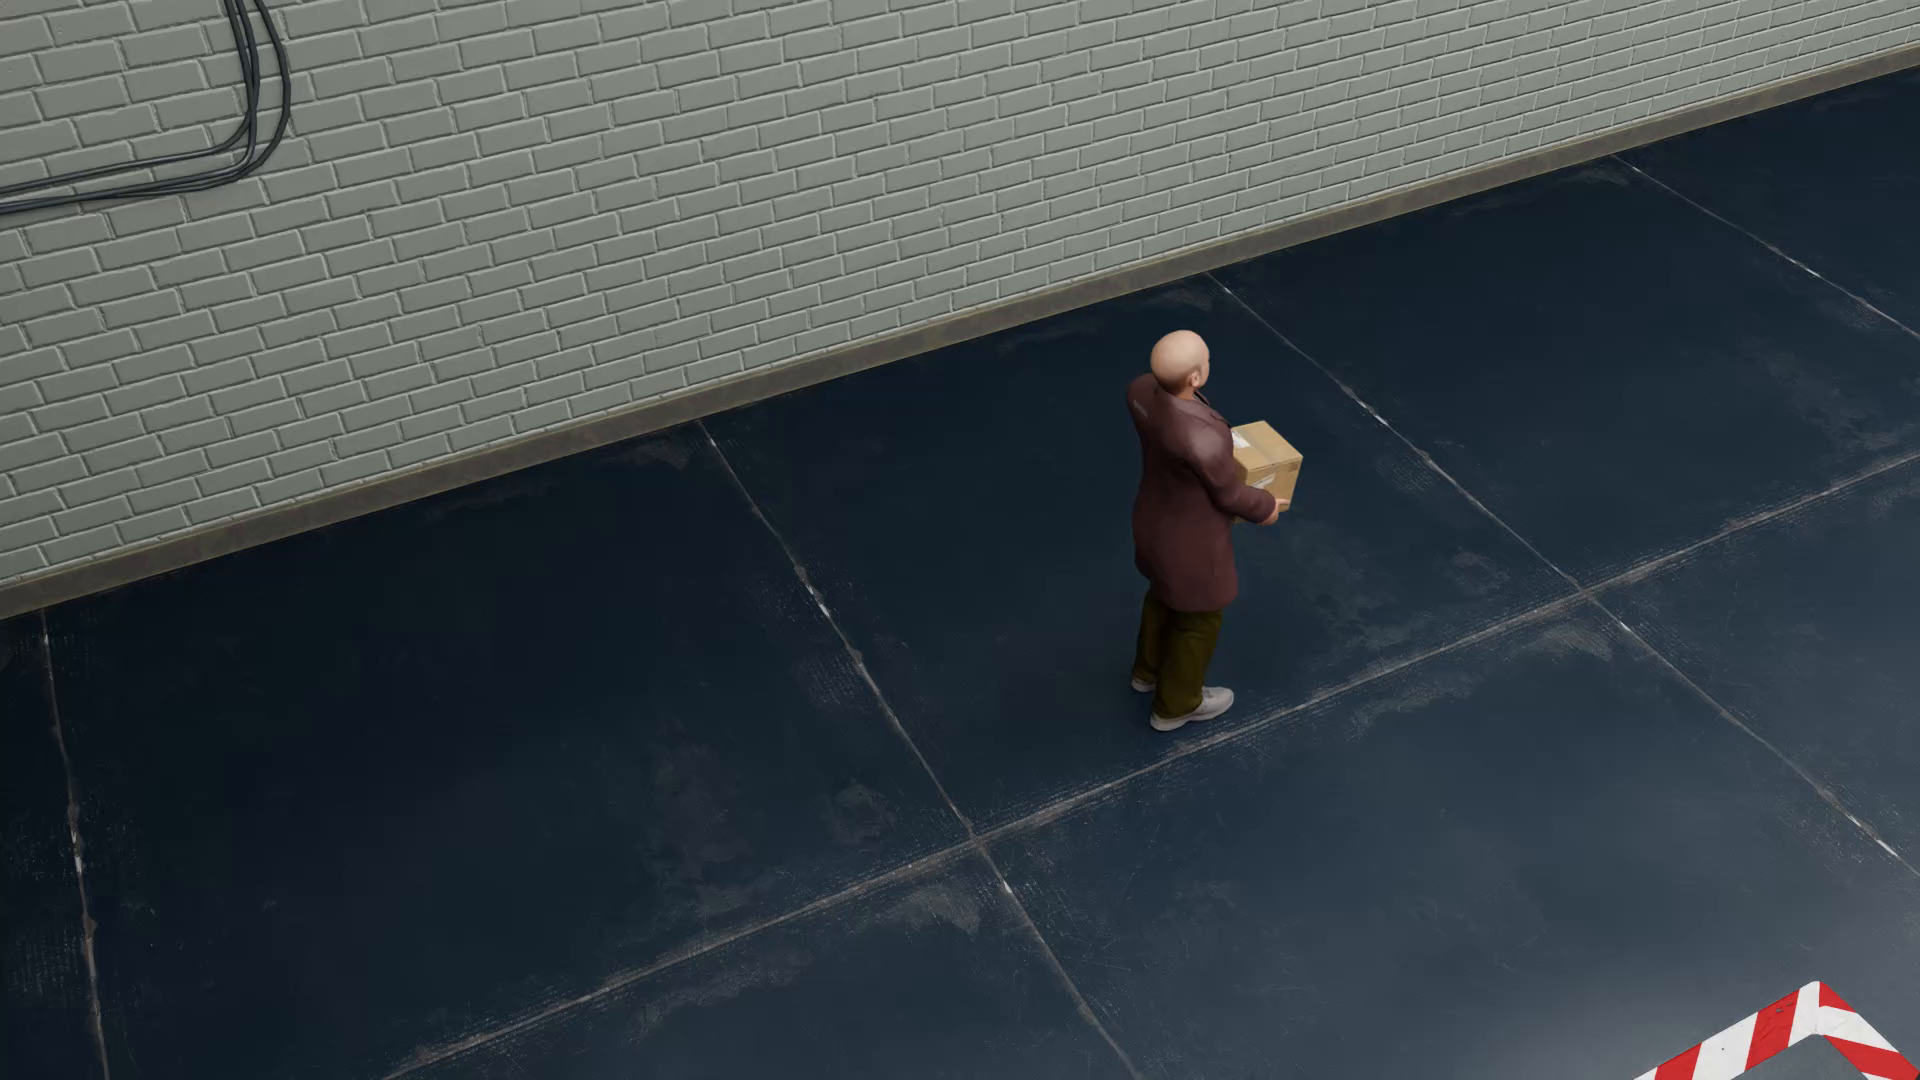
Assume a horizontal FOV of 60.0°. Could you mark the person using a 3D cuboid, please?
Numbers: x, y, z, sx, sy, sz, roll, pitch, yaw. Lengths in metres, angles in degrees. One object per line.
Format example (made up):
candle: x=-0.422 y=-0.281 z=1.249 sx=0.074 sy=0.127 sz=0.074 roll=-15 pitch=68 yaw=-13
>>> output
person: x=0.915 y=-0.067 z=6.250 sx=0.558 sy=1.769 sz=0.530 roll=-19 pitch=44 yaw=-20
